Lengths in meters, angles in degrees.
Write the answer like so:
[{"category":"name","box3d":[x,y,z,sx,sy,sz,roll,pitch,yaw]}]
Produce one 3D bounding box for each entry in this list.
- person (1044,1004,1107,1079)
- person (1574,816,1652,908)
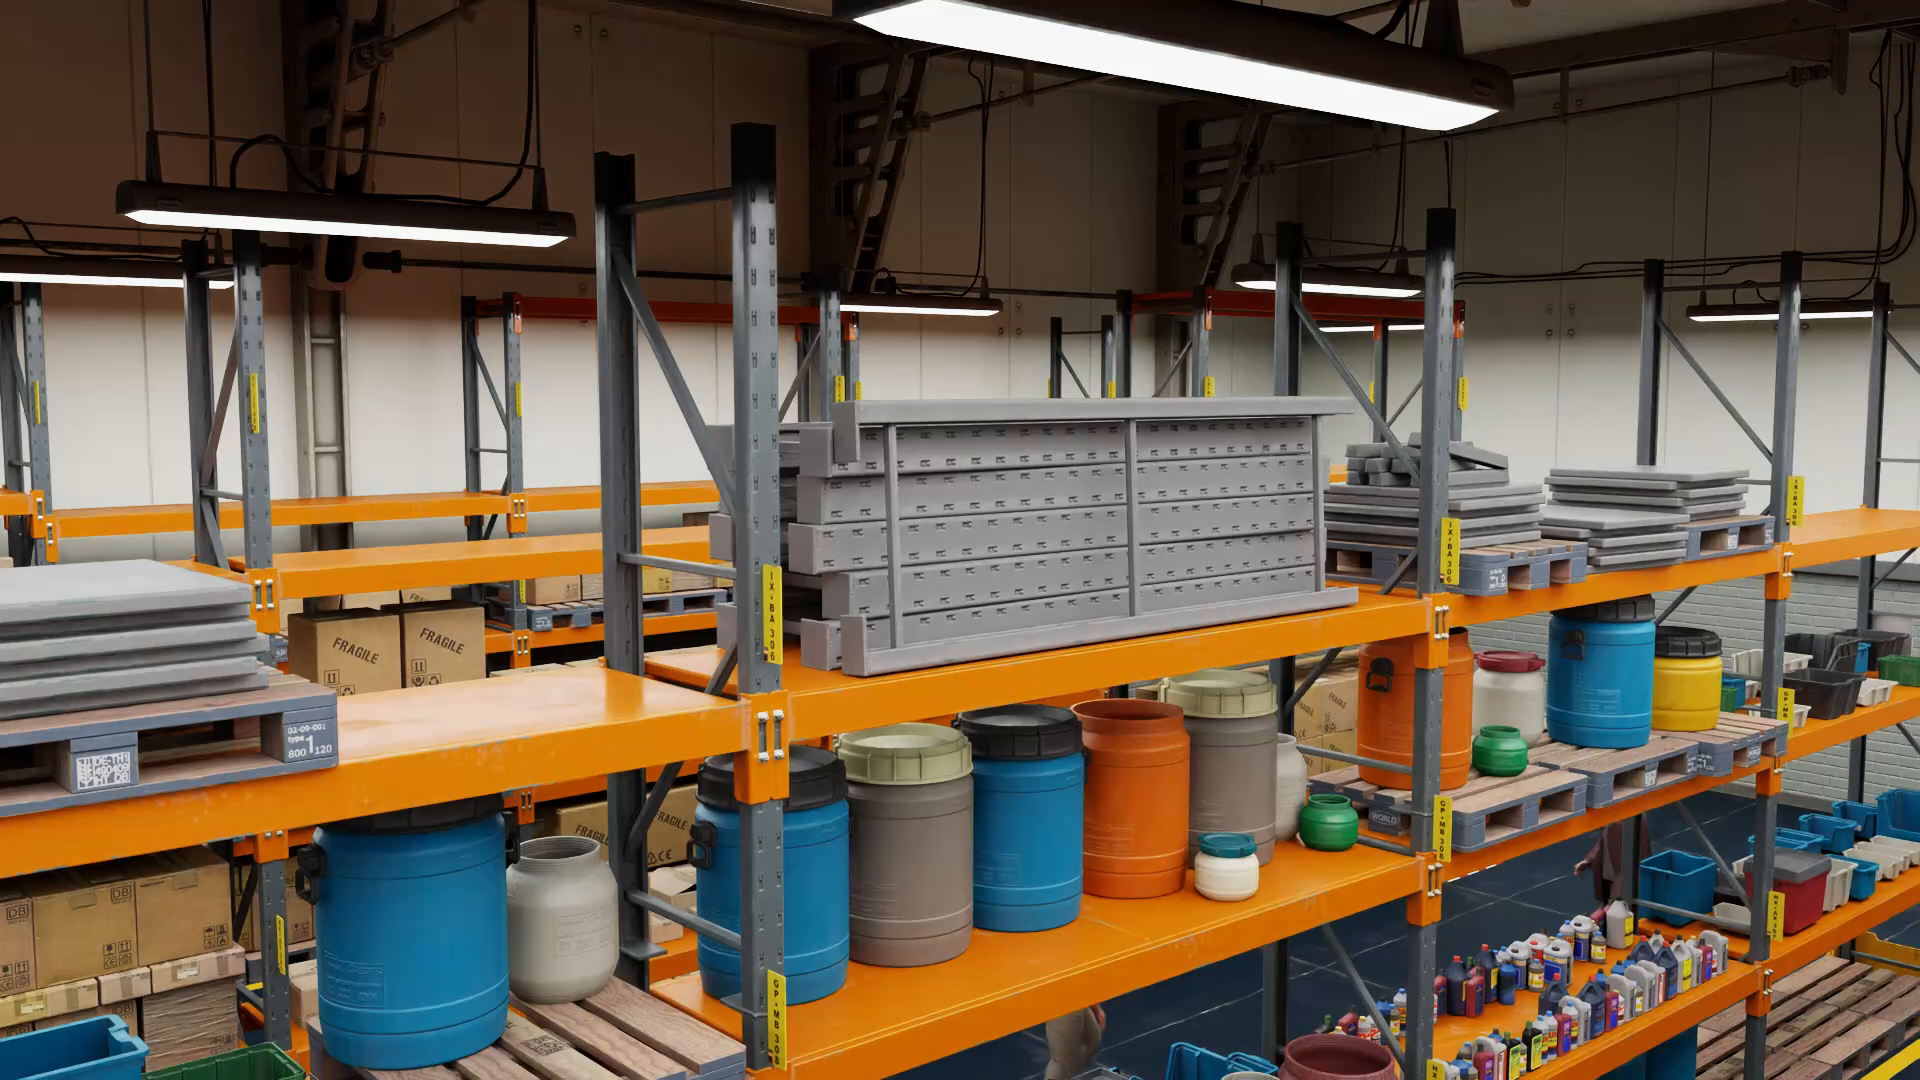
[{"category":"person","box3d":[0.756,3.229,11.453,0.499,1.756,0.525,0,5,-1]},{"category":"person","box3d":[5.681,2.917,14.481,1.037,1.733,0.694,-4,7,-35]}]
